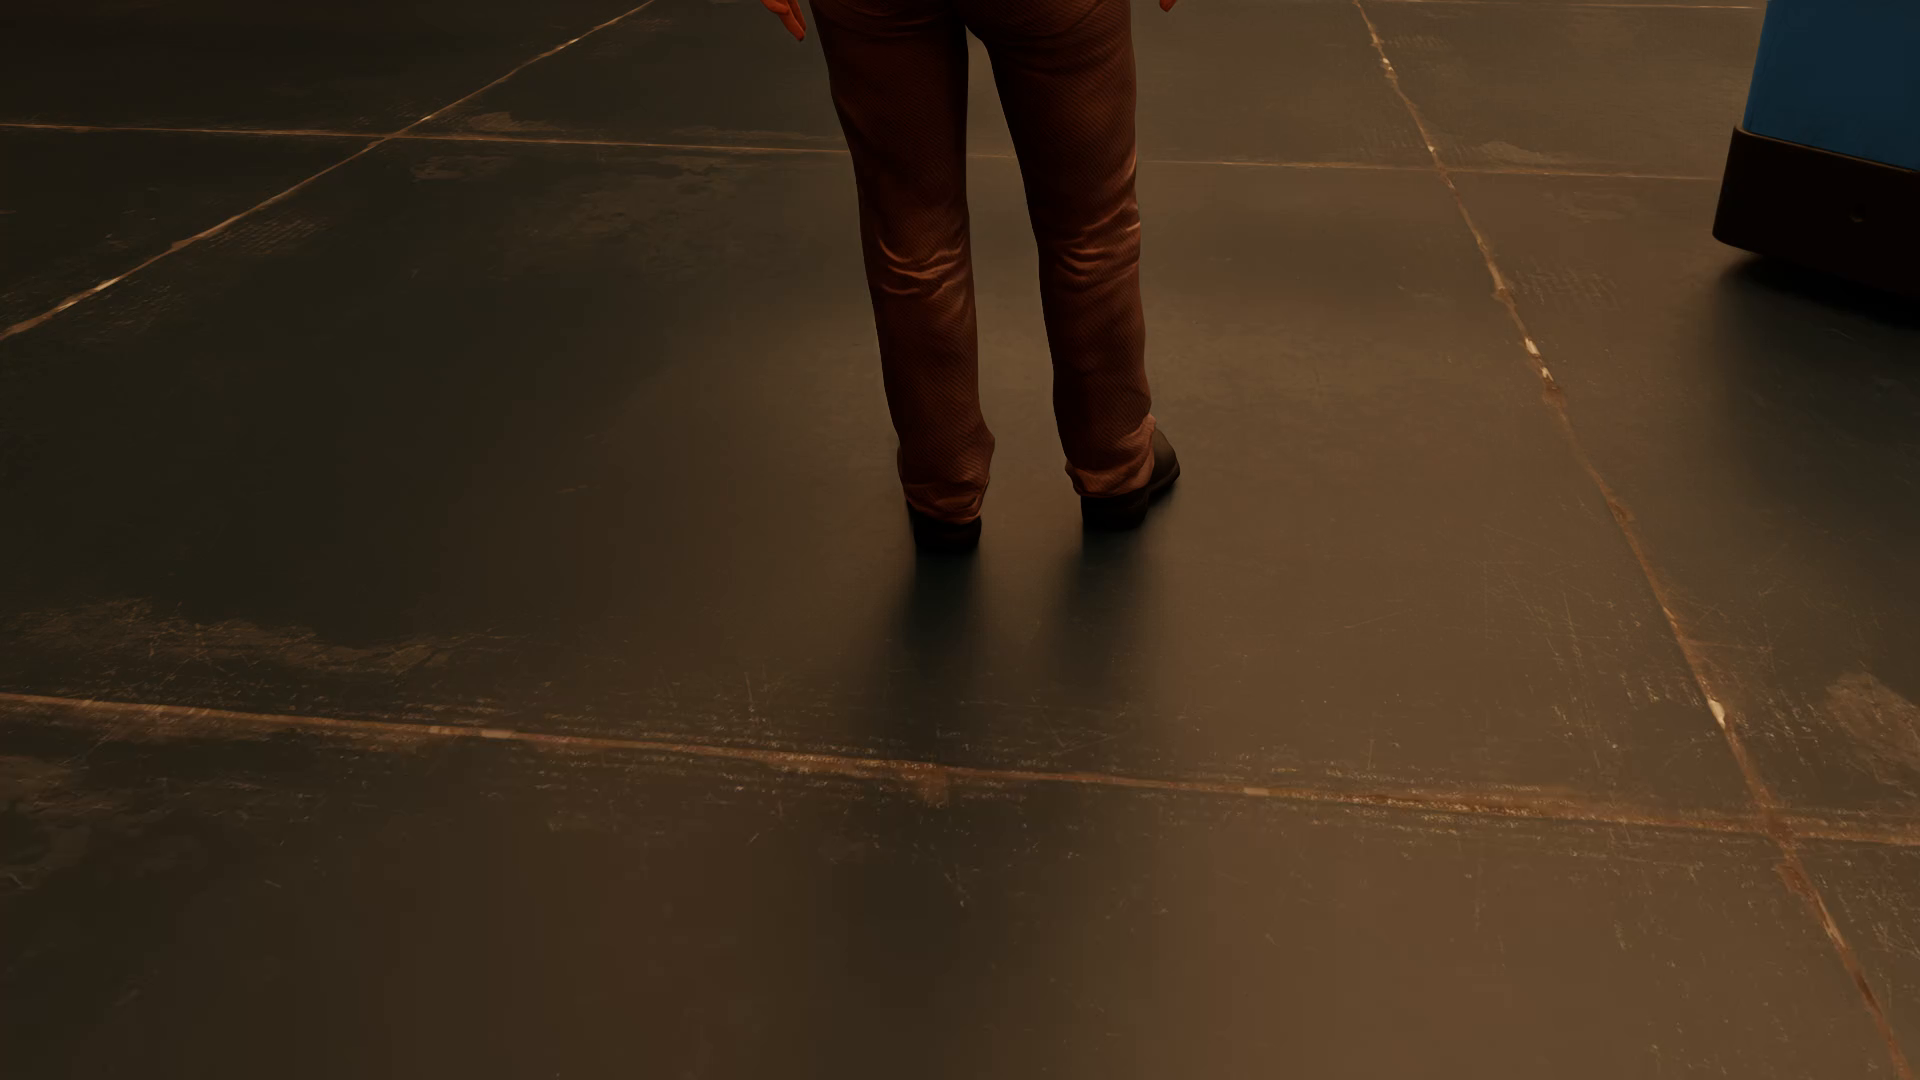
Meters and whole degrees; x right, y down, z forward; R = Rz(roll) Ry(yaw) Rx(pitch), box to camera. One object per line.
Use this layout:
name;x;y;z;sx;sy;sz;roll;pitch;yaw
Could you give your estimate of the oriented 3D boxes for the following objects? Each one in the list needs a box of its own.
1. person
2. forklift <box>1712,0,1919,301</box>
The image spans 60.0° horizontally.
person;0.016;-0.804;2.166;0.632;1.720;0.568;3;27;7
forklift;3.207;-2.054;3.333;3.031;2.935;1.130;-14;30;-26
